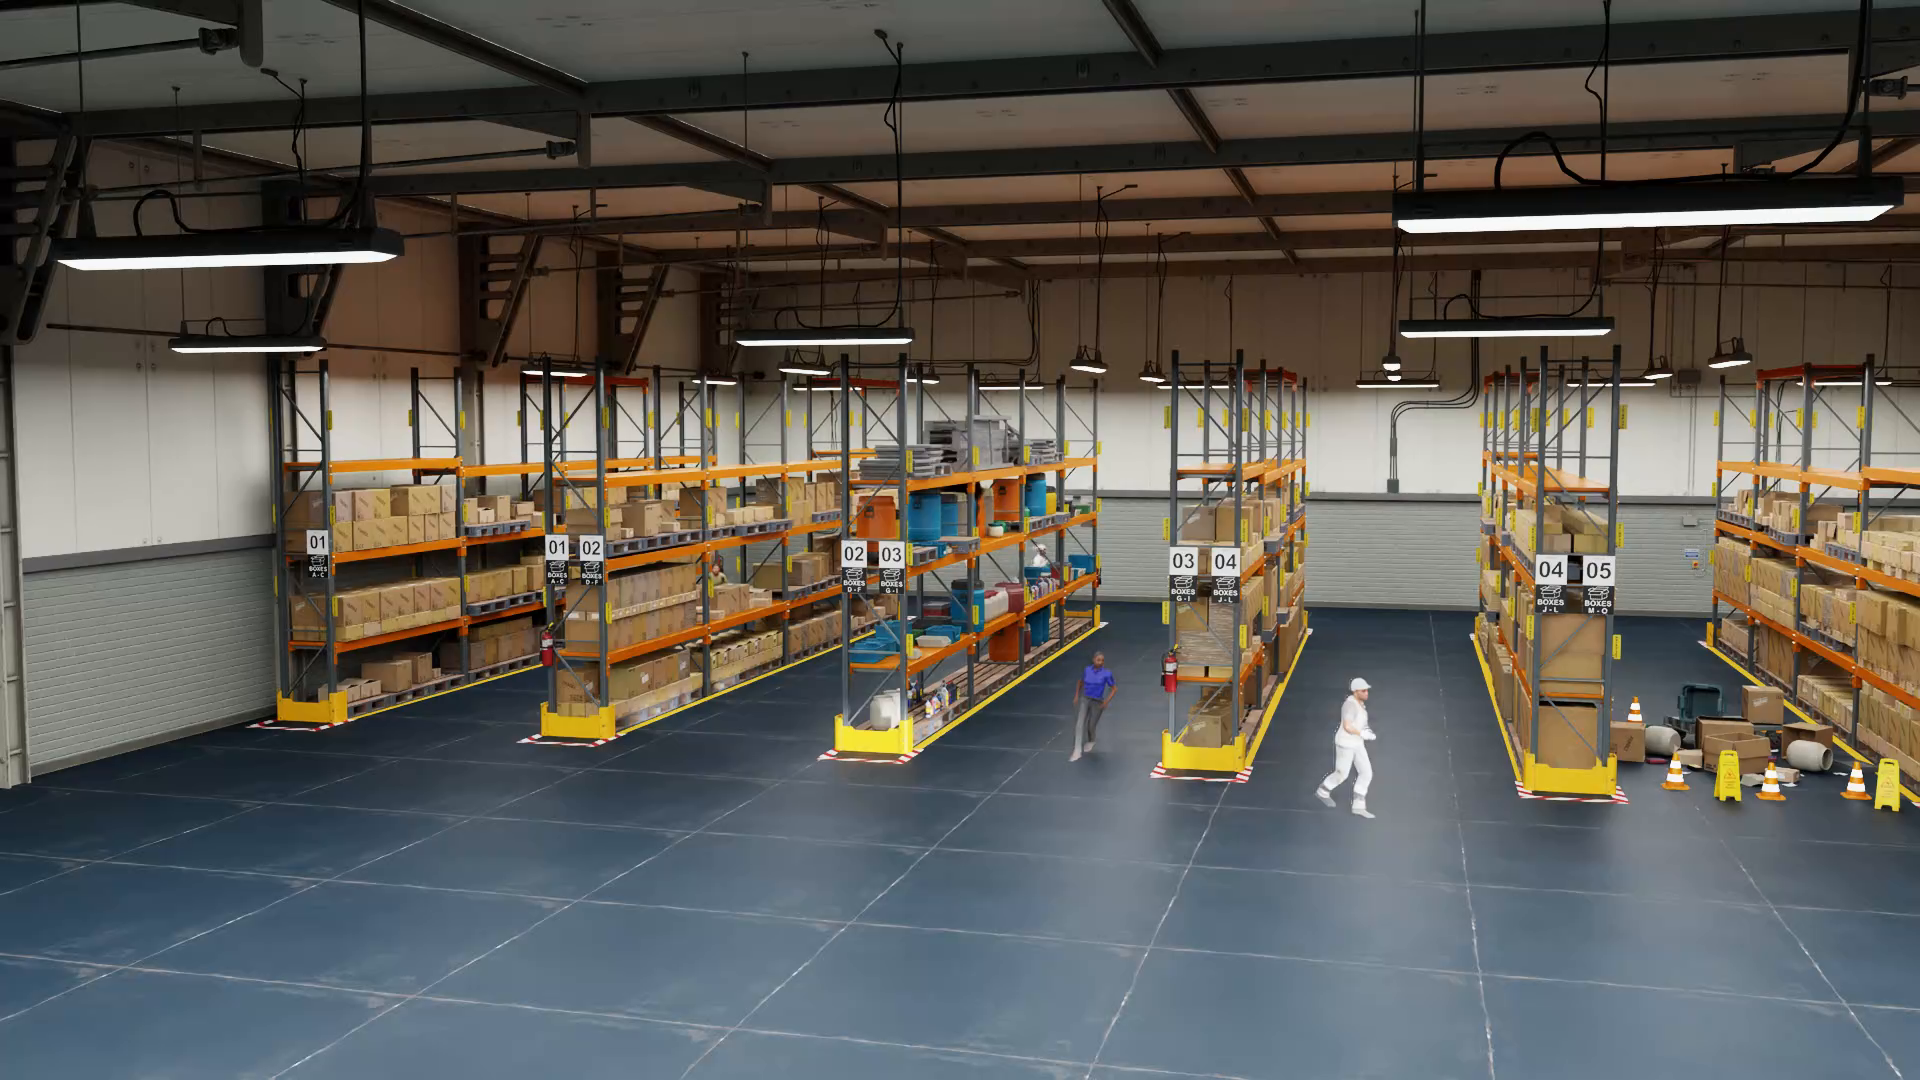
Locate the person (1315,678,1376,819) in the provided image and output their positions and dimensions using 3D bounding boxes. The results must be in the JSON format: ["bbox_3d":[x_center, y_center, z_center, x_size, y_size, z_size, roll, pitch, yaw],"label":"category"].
[{"bbox_3d":[4.845,2.605,21.028,0.852,1.764,0.624,3,5,39],"label":"person"}]

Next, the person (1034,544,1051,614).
[{"bbox_3d":[2.068,1.018,43.078,0.863,1.822,0.691,2,4,23],"label":"person"}]

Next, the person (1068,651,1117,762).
[{"bbox_3d":[2.003,2.448,24.625,0.652,1.607,0.816,1,4,18],"label":"person"}]

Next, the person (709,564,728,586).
[{"bbox_3d":[-5.817,1.348,39.791,0.581,1.604,0.626,0,4,-1],"label":"person"}]
